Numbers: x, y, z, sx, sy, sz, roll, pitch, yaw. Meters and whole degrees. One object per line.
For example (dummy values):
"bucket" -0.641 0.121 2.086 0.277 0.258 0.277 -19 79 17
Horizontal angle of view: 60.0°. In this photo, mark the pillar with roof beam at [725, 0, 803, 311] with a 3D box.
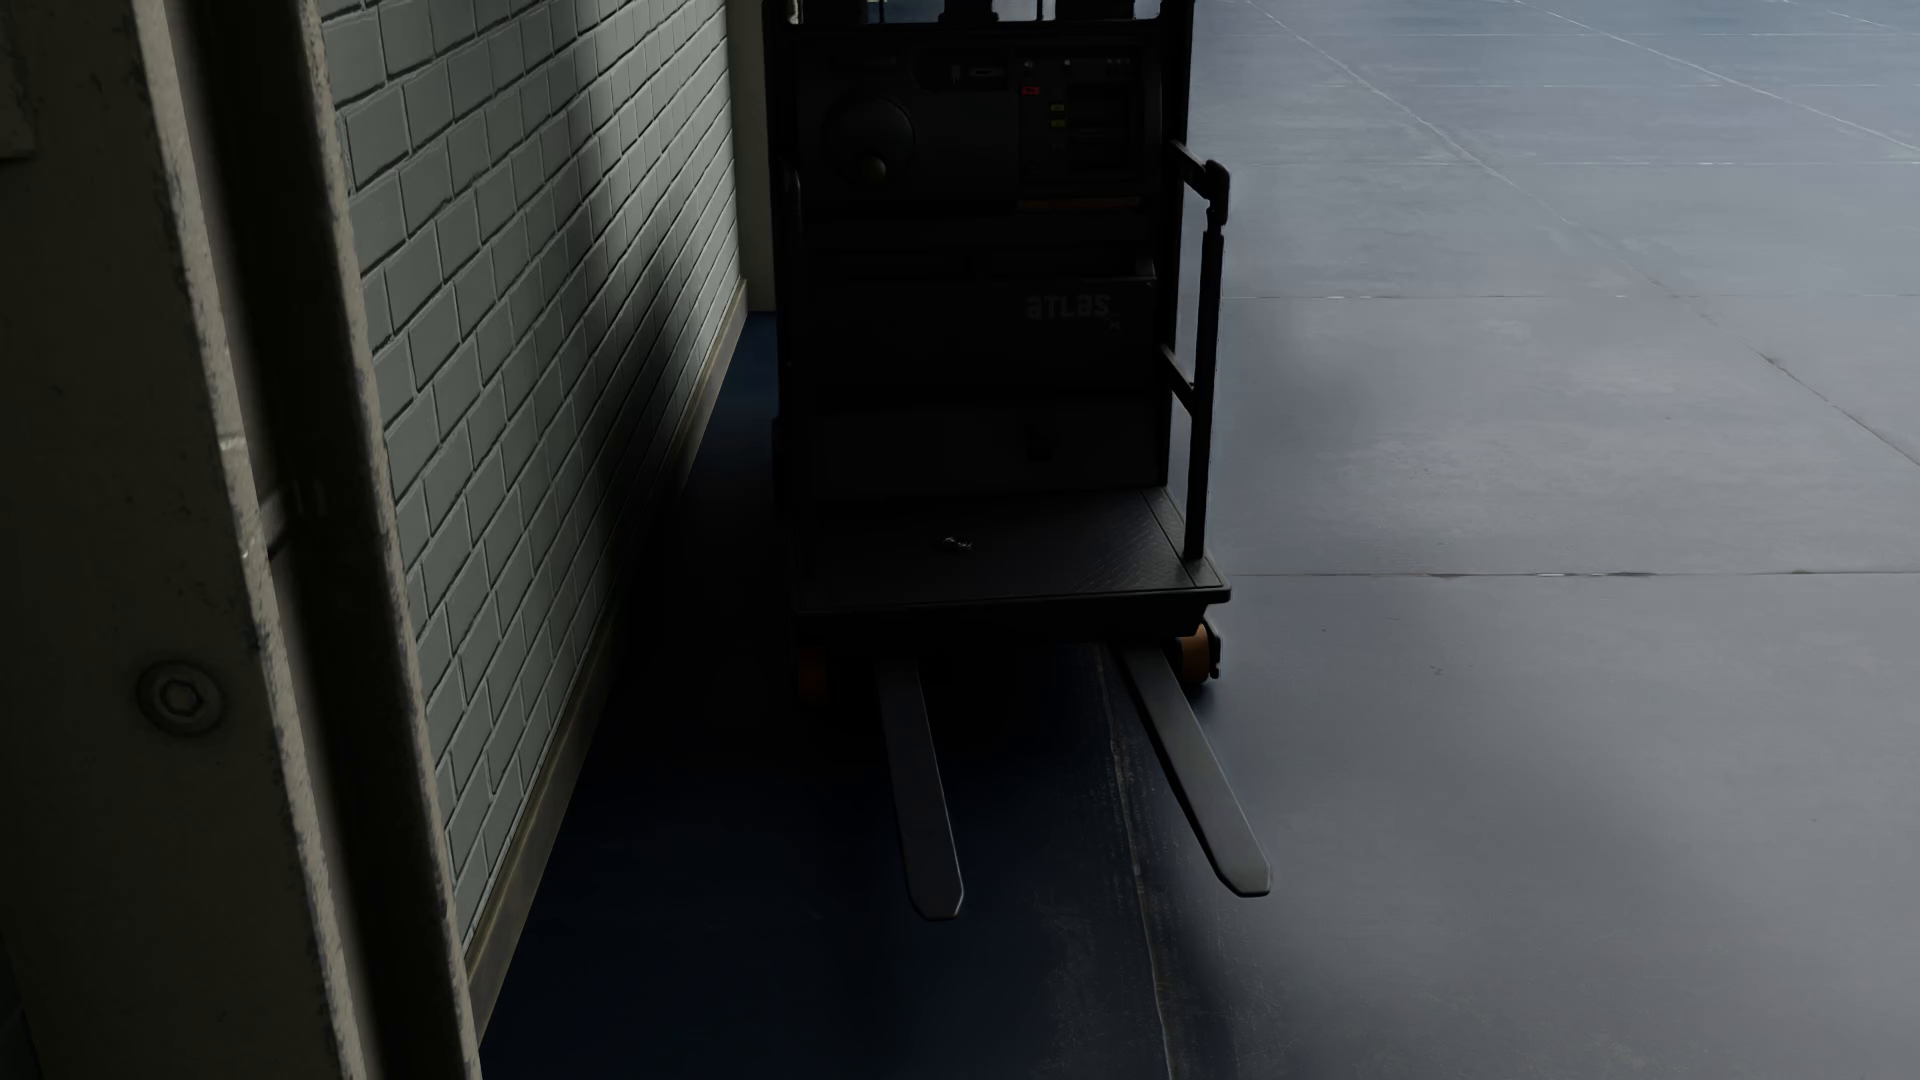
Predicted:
"pillar with roof beam" 3.460 -5.240 5.916 9.100 9.000 0.400 0 24 -1

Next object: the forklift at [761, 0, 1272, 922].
"forklift" 0.079 -1.054 4.023 1.130 2.935 3.031 -3 25 -6

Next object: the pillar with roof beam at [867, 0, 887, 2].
"pillar with roof beam" 3.329 -10.185 16.849 9.100 9.000 0.400 0 24 -1
